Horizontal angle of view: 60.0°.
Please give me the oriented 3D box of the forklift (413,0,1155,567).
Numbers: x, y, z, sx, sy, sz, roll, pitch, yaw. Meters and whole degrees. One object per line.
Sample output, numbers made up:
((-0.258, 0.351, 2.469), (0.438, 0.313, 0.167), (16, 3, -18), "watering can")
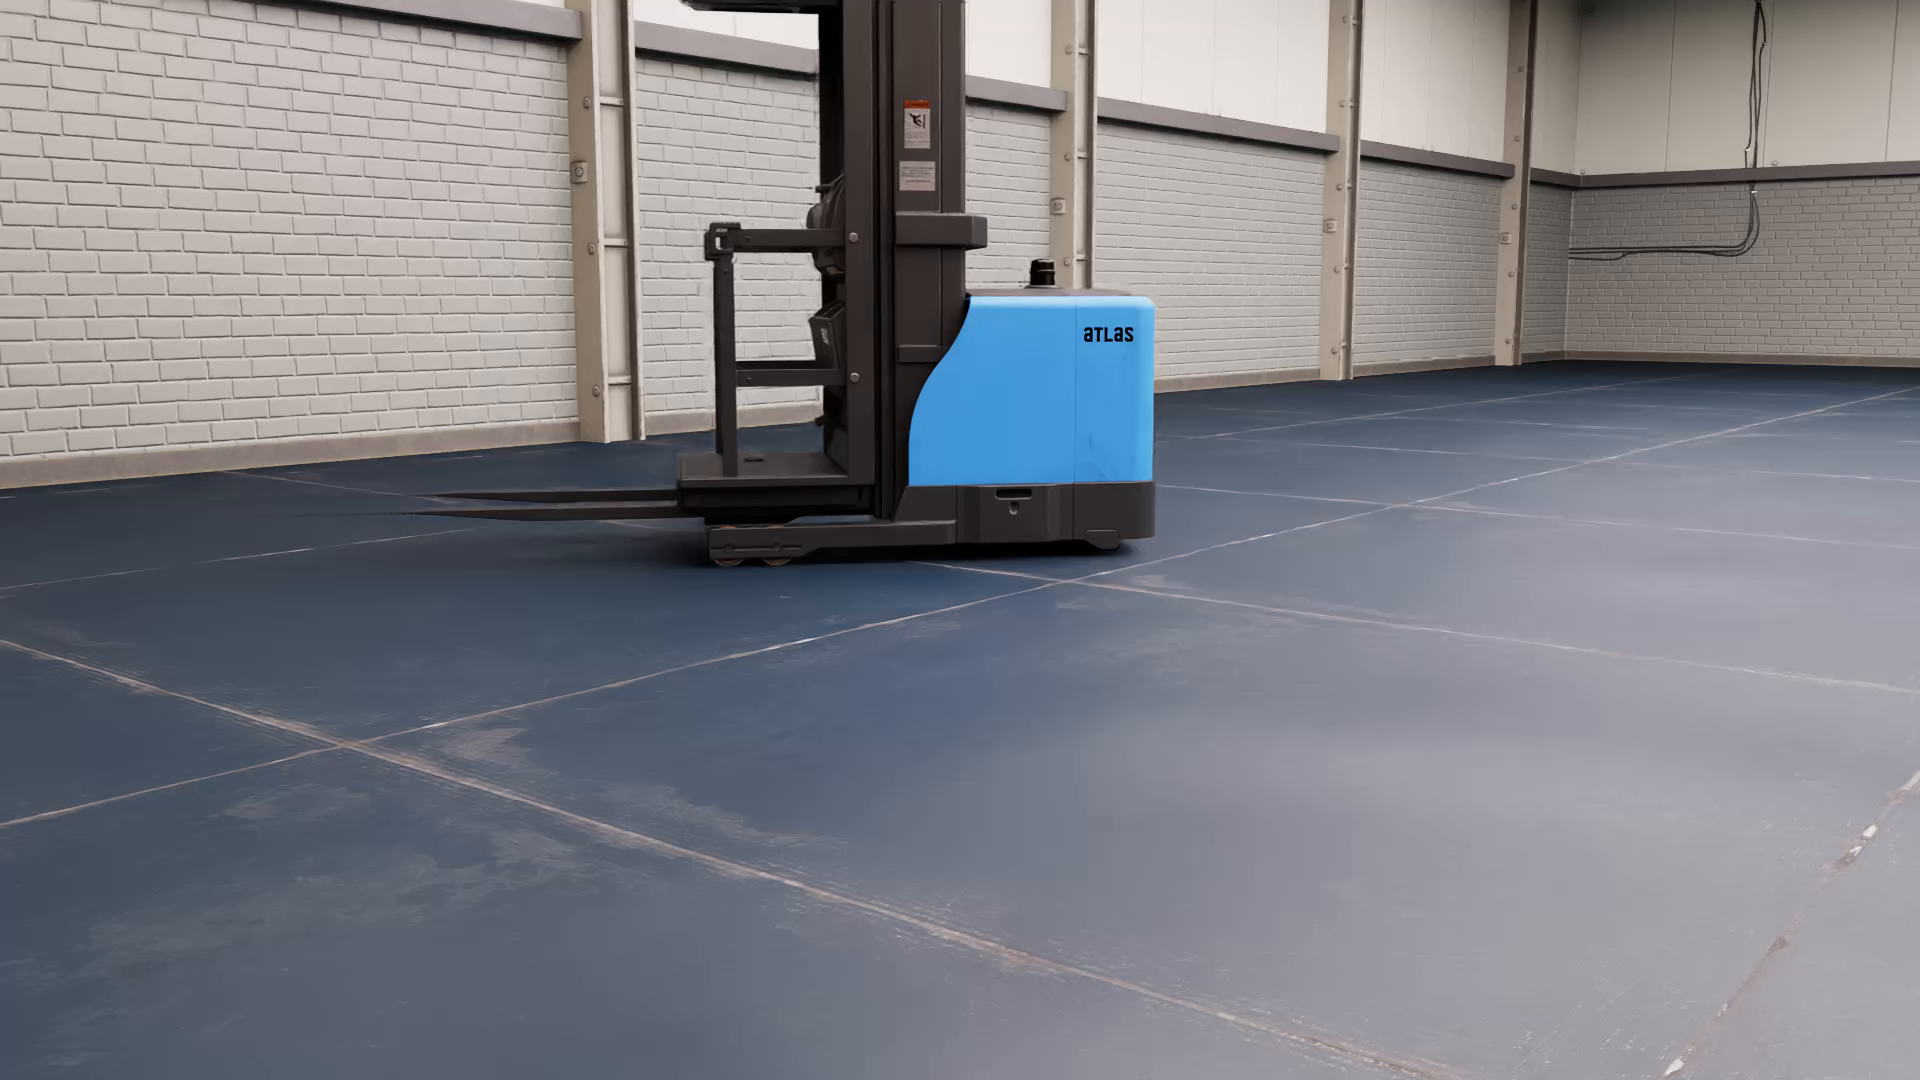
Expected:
((-0.741, -1.425, 7.019), (3.031, 2.935, 1.130), (-1, 8, -10), "forklift")
